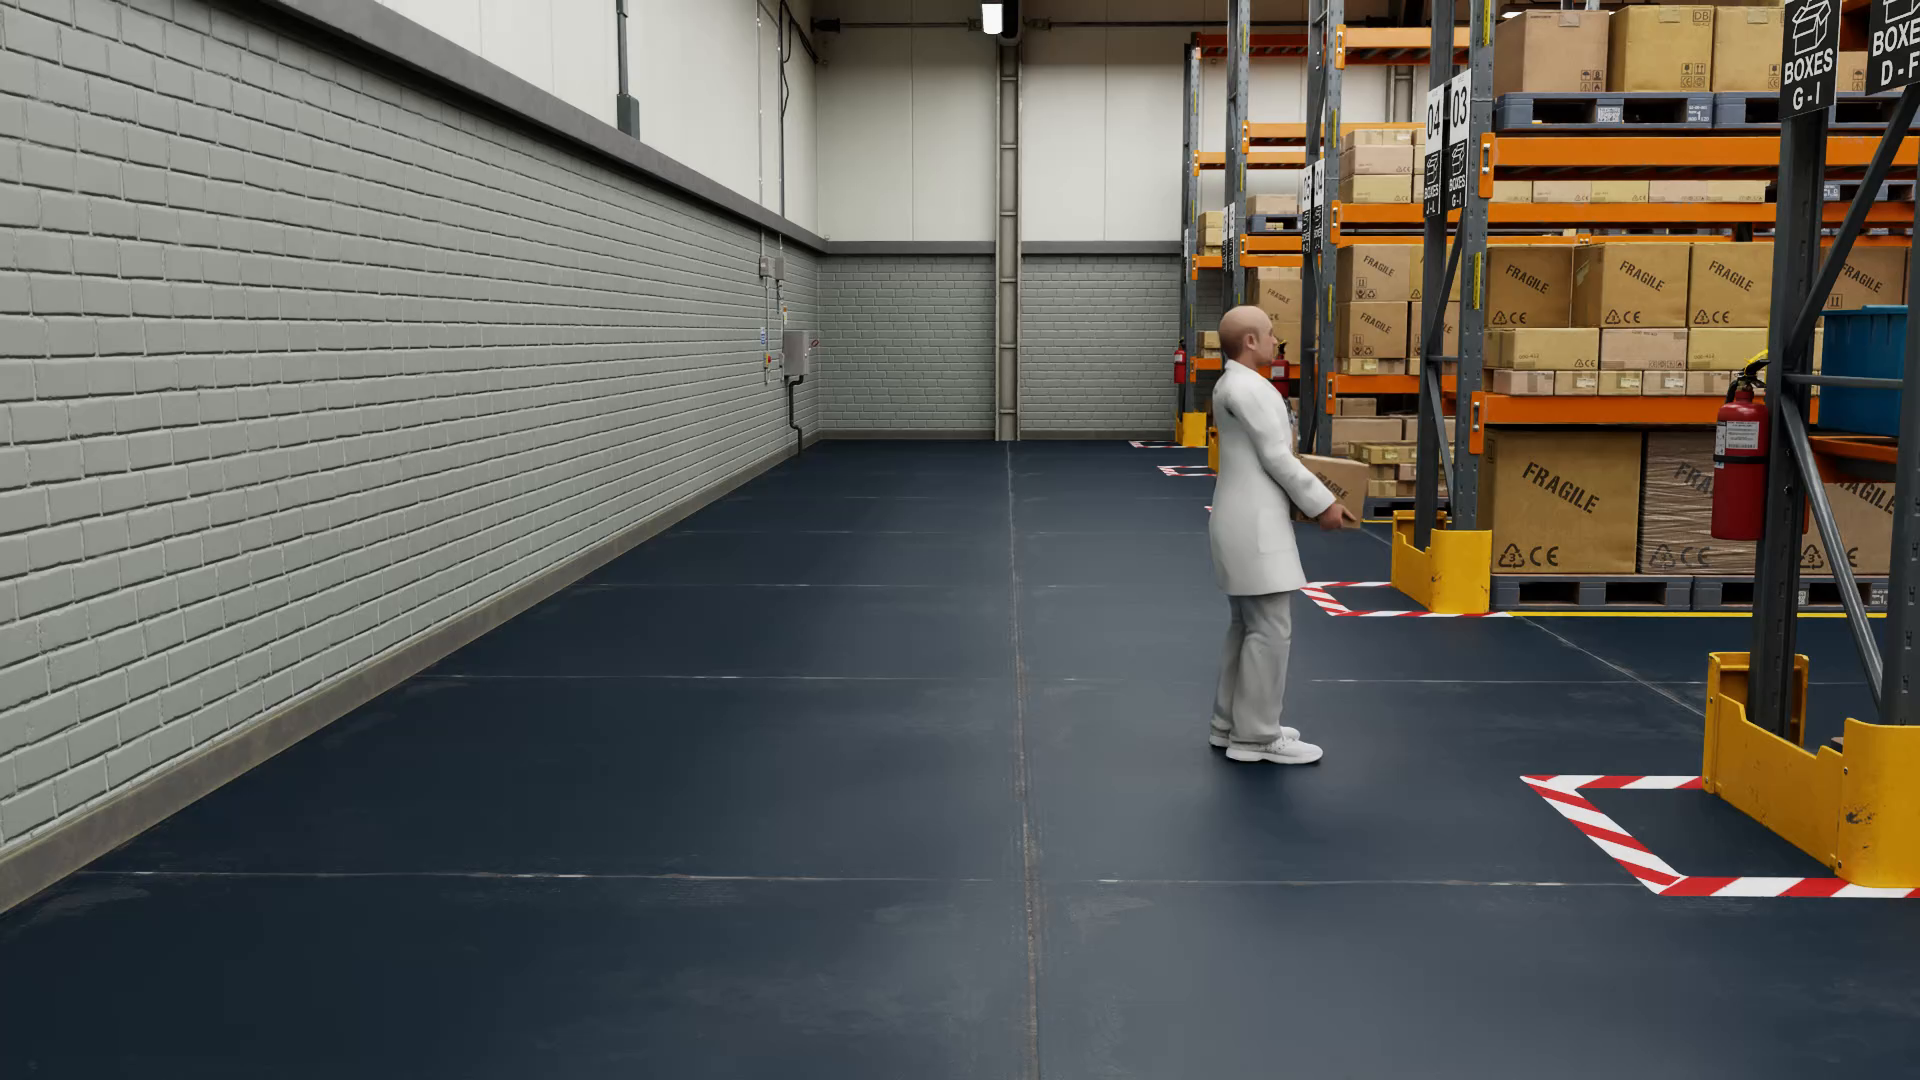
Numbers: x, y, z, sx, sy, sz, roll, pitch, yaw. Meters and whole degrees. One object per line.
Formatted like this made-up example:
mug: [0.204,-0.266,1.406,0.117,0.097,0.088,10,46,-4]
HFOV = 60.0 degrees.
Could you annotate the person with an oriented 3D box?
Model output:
person: [1.258,-0.027,6.554,0.543,1.778,0.522,0,7,1]
